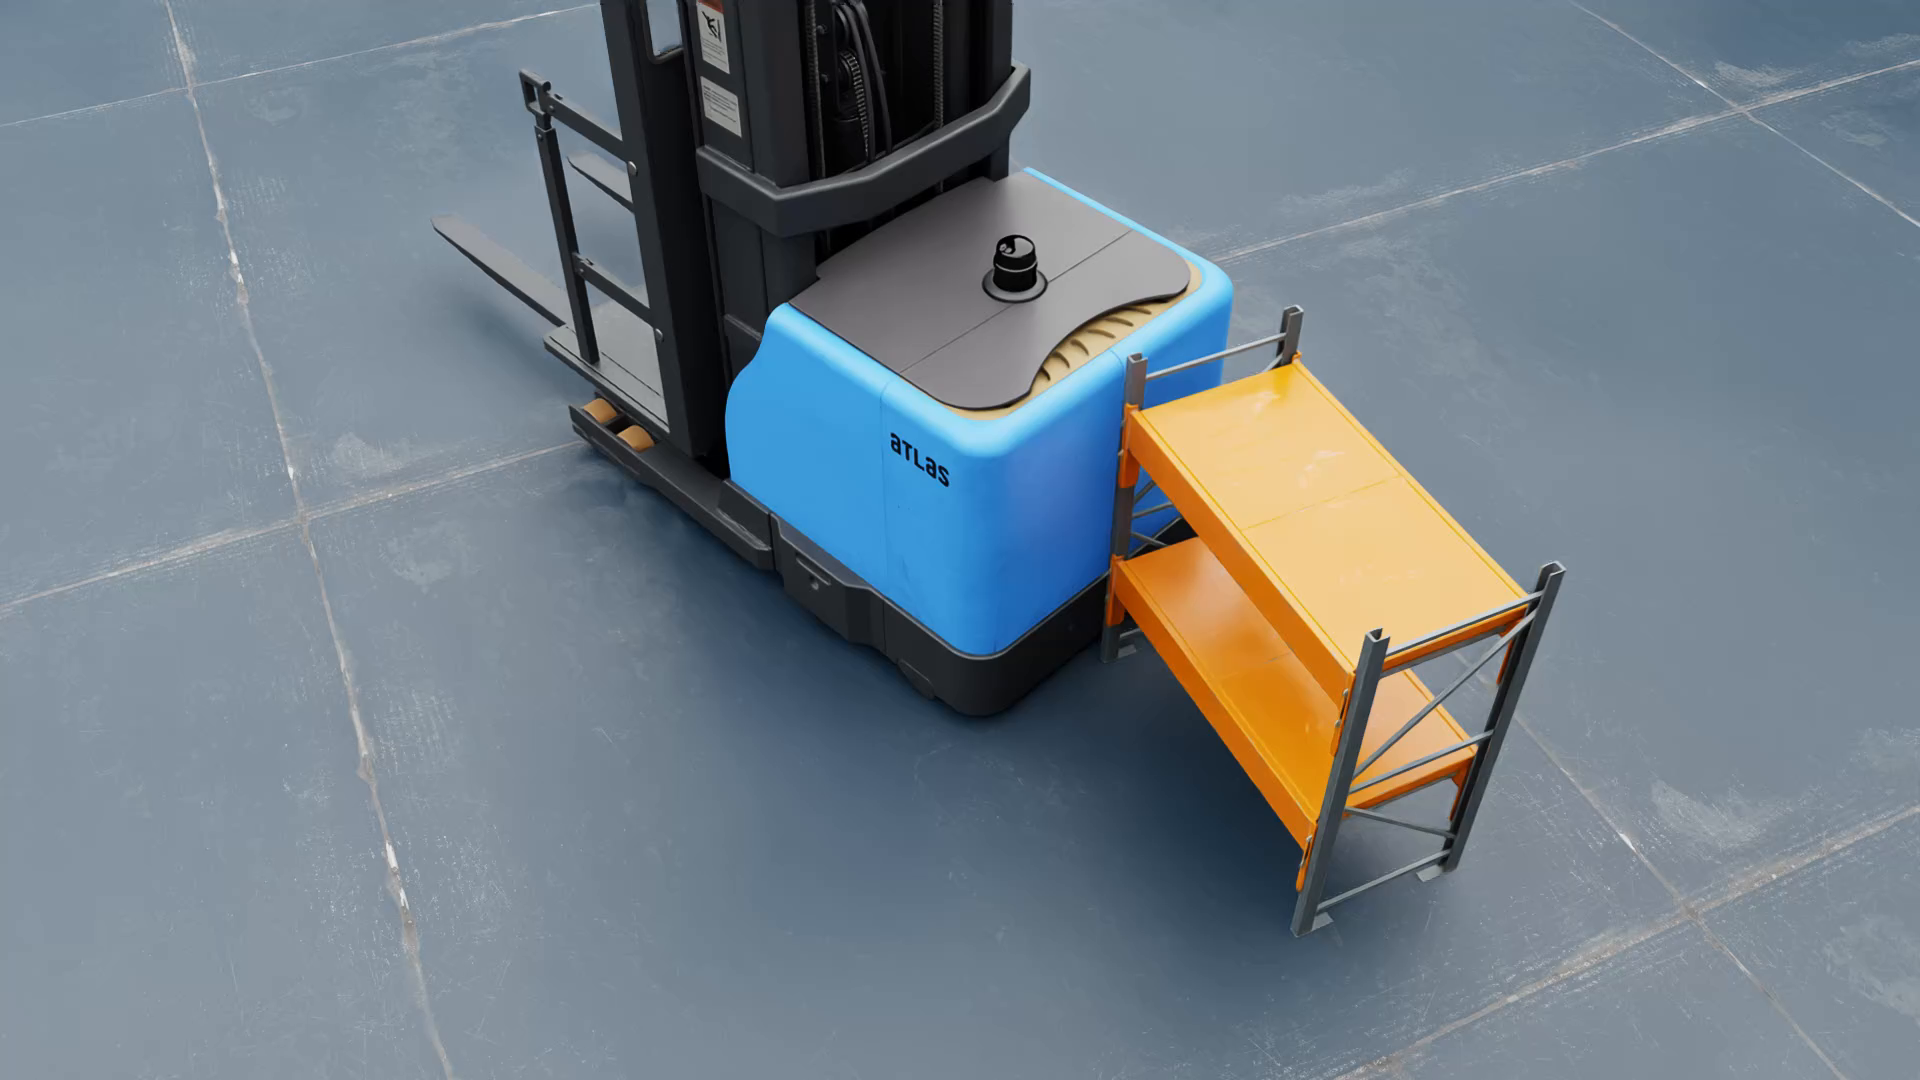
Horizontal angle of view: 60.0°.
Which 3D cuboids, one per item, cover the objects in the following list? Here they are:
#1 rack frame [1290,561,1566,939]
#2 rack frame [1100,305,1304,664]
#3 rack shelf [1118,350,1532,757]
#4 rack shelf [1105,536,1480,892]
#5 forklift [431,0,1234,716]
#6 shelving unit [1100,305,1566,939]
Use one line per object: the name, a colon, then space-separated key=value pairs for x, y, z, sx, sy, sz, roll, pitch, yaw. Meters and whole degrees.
rack frame: x=1.075 y=0.528 z=3.914 sx=0.500 sy=1.125 sz=0.032 roll=-18 pitch=47 yaw=-18
rack frame: x=0.645 y=-0.119 z=4.570 sx=0.500 sy=1.125 sz=0.032 roll=-18 pitch=47 yaw=-18
rack shelf: x=0.860 y=-0.004 z=4.036 sx=0.538 sy=0.278 sz=1.000 roll=-18 pitch=47 yaw=-18
rack shelf: x=0.860 y=0.379 z=4.413 sx=0.538 sy=0.278 sz=1.000 roll=-18 pitch=47 yaw=-18
forklift: x=-0.646 y=-1.481 z=4.664 sx=3.031 sy=2.935 sz=1.130 roll=35 pitch=54 yaw=30
shelving unit: x=0.860 y=0.205 z=4.242 sx=0.538 sy=1.125 sz=1.048 roll=-18 pitch=47 yaw=-18
